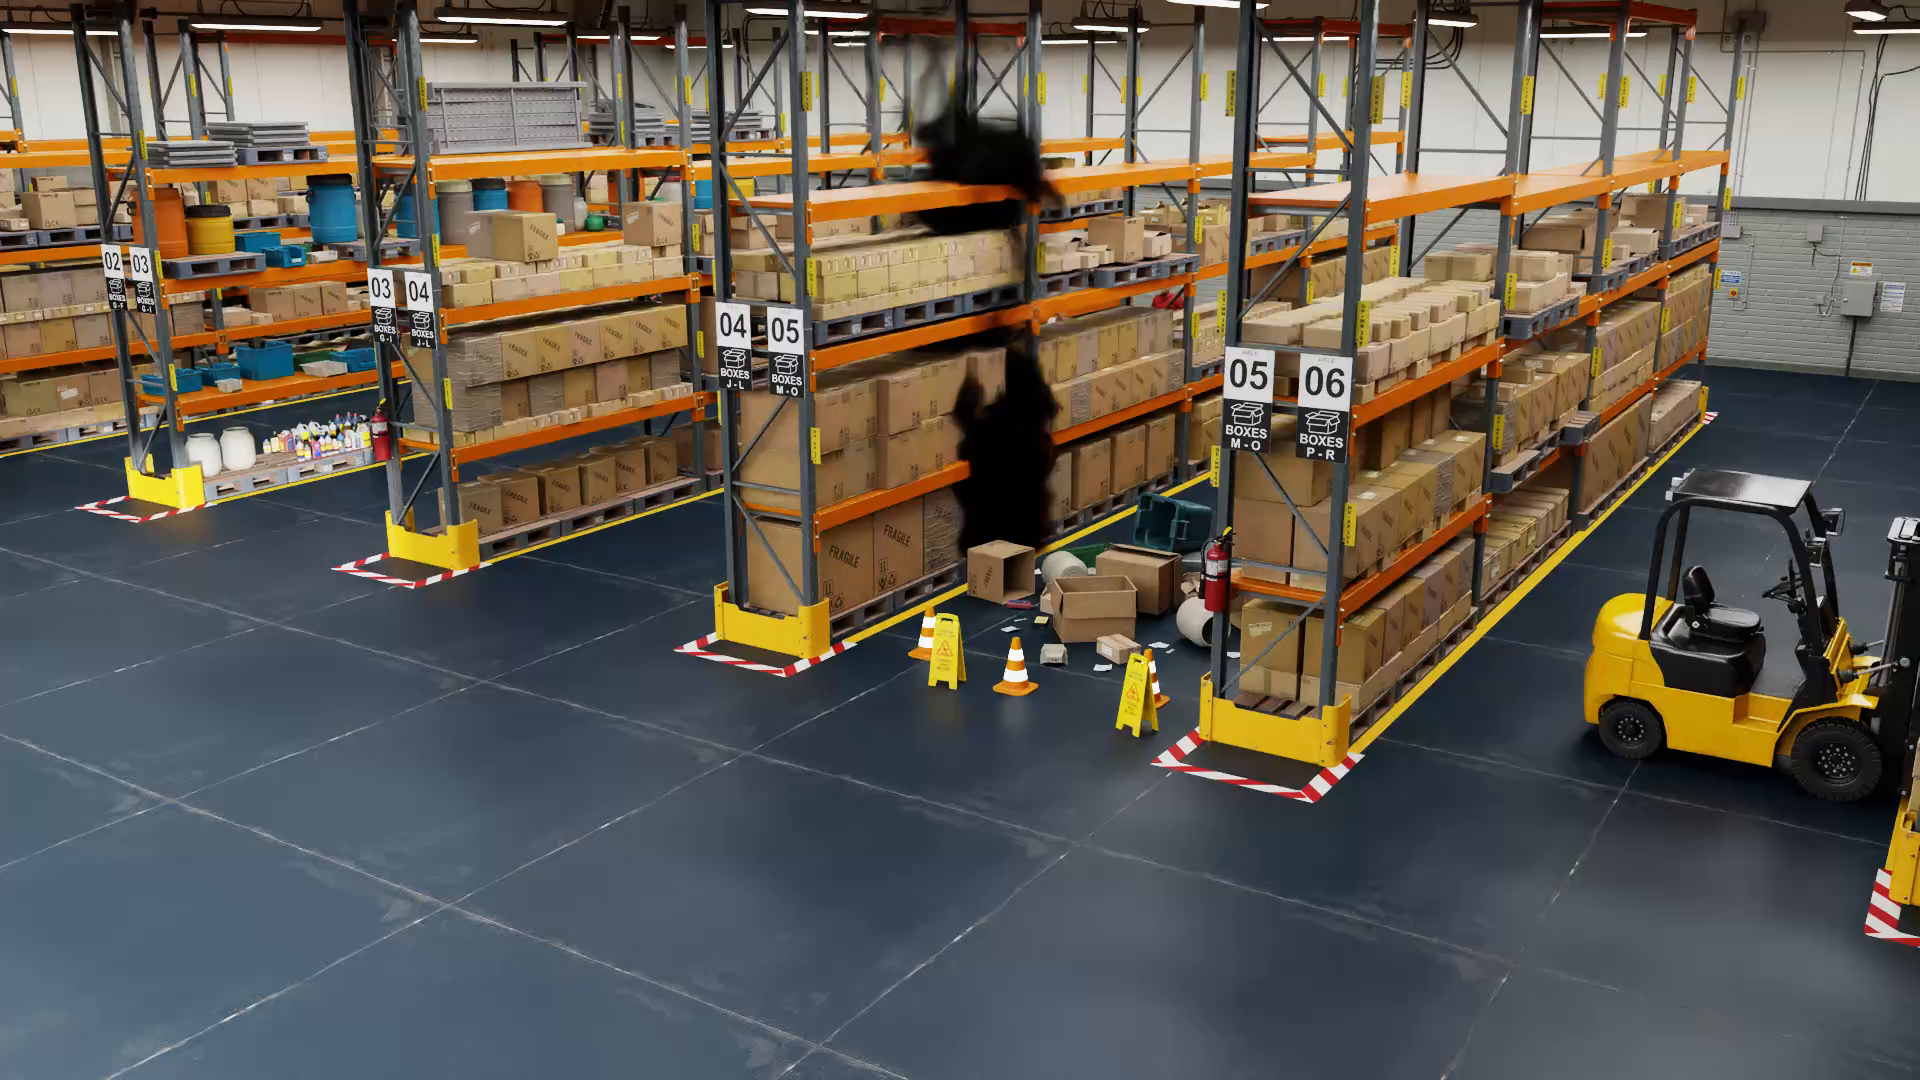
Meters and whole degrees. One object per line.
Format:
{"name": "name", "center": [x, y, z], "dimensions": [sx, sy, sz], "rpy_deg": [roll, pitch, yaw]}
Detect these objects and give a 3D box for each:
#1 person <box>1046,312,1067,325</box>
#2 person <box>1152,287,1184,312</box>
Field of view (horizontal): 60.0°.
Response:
{"name": "person", "center": [1.587, -2.801, 25.978], "dimensions": [0.649, 1.805, 0.977], "rpy_deg": [7, 17, 22]}
{"name": "person", "center": [3.651, -3.698, 29.336], "dimensions": [0.668, 1.746, 0.897], "rpy_deg": [7, 17, 23]}
